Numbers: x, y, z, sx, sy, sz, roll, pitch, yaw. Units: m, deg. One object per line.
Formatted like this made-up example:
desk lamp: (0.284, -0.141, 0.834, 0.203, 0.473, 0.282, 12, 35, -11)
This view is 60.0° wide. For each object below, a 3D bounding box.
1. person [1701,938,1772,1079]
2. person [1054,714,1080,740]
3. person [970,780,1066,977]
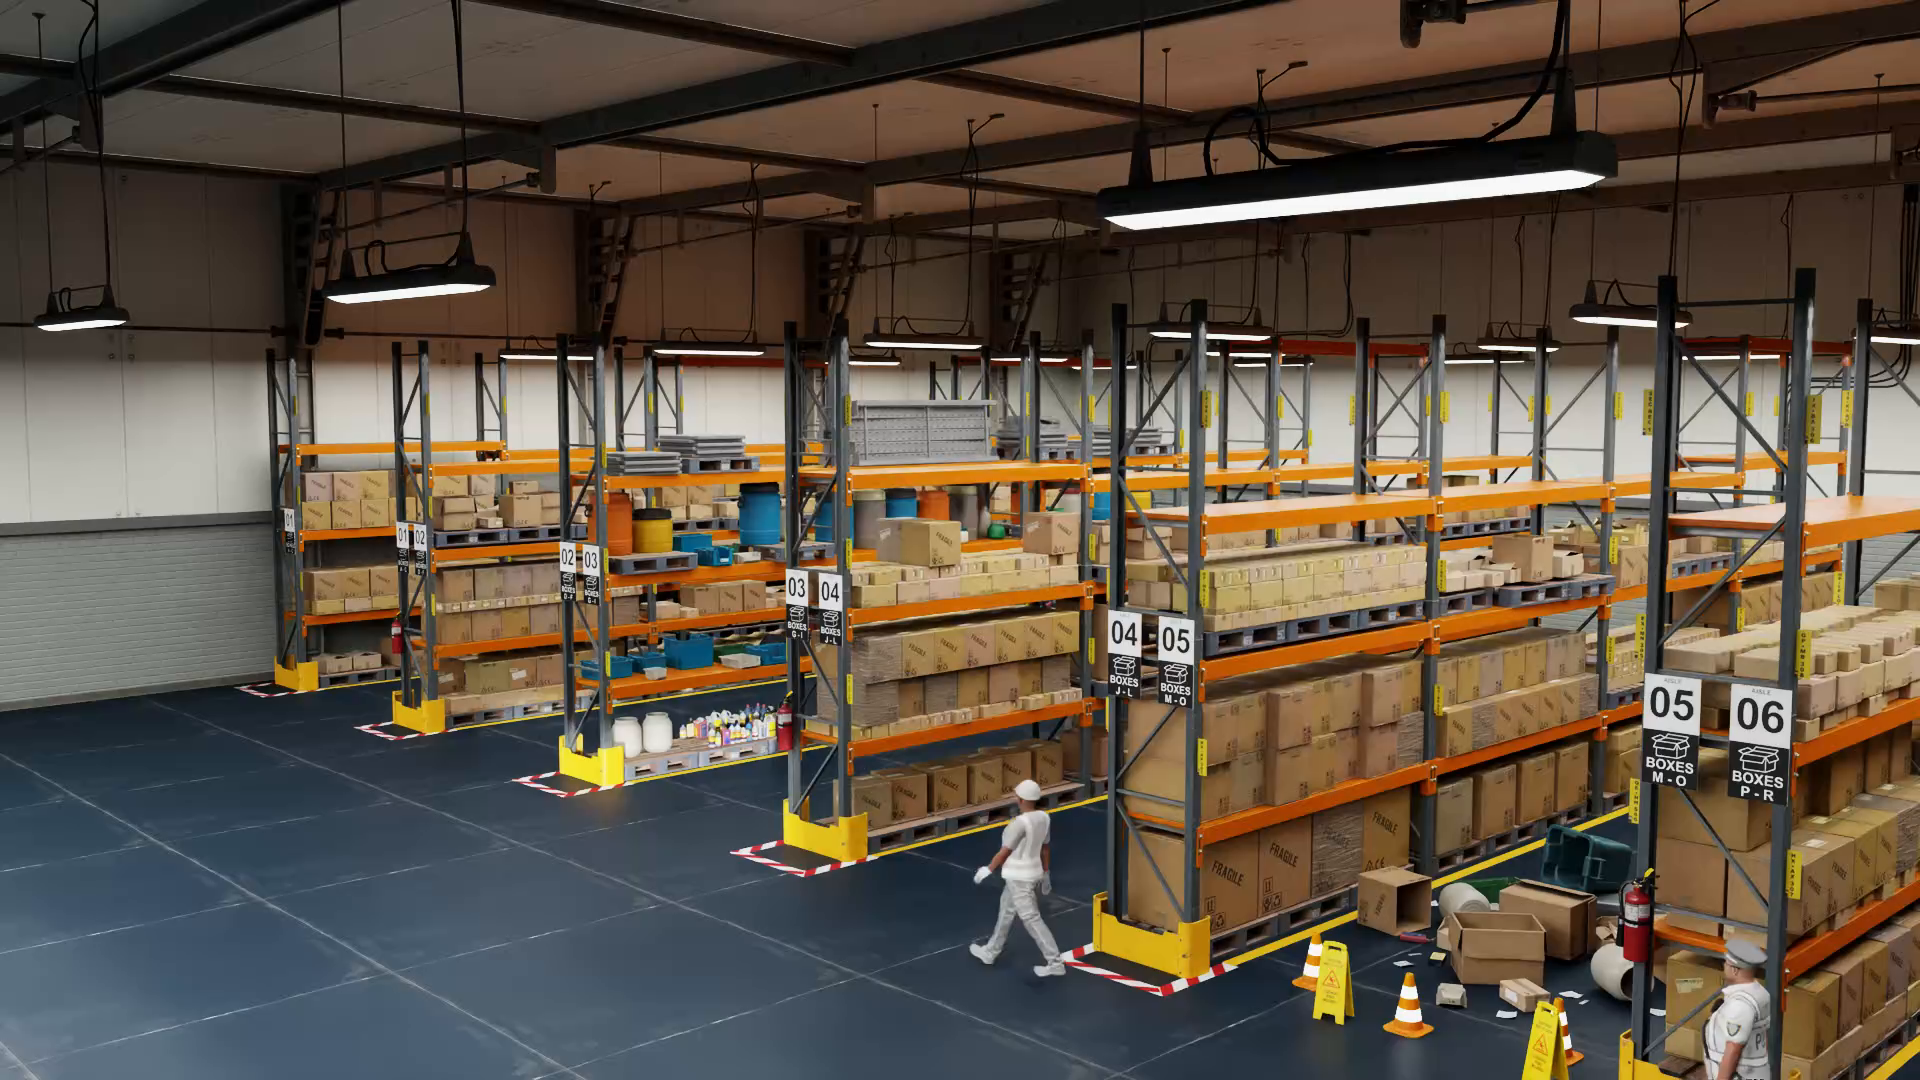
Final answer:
person: (4.917, 3.383, 10.445, 0.928, 1.736, 0.499, 2, 5, 19)
person: (1.667, 2.166, 25.102, 0.443, 1.709, 0.574, 2, 5, 18)
person: (0.512, 3.009, 14.912, 1.044, 1.743, 0.565, 2, 5, 24)
